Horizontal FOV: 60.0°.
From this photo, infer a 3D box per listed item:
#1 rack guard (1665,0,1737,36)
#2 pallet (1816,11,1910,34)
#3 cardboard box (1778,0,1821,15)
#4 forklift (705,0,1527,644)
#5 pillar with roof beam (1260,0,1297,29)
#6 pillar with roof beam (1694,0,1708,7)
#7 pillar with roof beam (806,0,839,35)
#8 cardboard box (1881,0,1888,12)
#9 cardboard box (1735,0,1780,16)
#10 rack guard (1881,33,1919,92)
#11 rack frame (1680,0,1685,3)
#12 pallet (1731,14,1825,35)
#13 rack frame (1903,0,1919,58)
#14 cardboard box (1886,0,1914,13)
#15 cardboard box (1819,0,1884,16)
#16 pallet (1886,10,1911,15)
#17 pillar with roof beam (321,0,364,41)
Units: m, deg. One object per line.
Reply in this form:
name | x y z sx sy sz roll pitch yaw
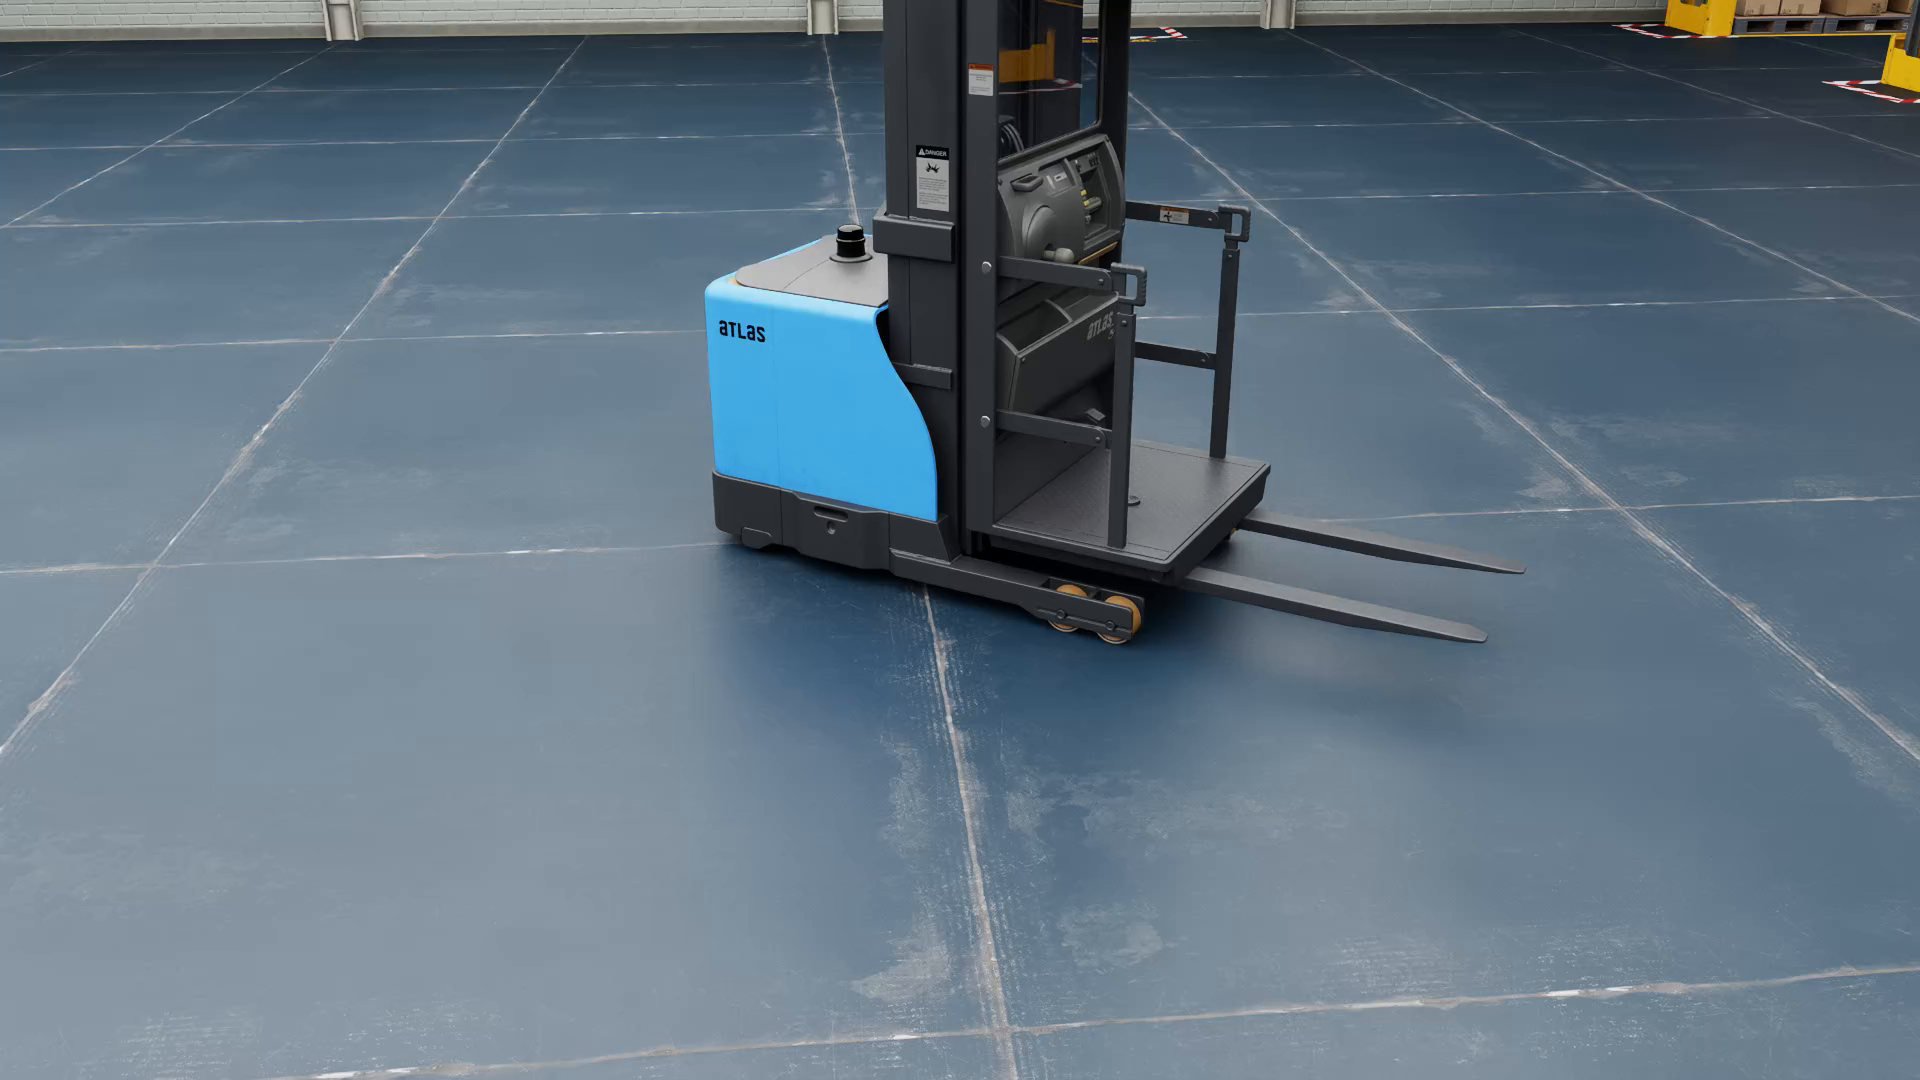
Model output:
rack guard | 9.634 -6.891 21.639 0.348 0.500 1.175 -2 24 -5
pallet | 11.657 -6.825 21.845 1.213 0.211 1.003 -2 24 -5
cardboard box | 10.823 -7.017 21.613 0.500 0.311 0.500 0 24 -1
forklift | 0.553 -1.216 5.878 3.031 2.935 1.130 13 27 26
pillar with roof beam | 4.622 -9.170 16.302 0.400 9.000 9.100 -2 24 -5
pillar with roof beam | 10.593 -9.410 16.841 0.400 9.000 9.100 -2 24 -5
pillar with roof beam | -1.349 -8.930 15.763 0.400 9.000 9.100 -2 24 -5
cardboard box | 11.946 -7.033 21.848 0.250 0.149 0.380 -4 24 -9
cardboard box | 10.256 -6.994 21.562 0.500 0.311 0.500 -5 24 -11
rack guard | 10.025 -4.885 17.126 0.348 0.500 1.175 -2 24 -5
rack frame | 9.559 -8.031 21.124 0.127 3.000 1.000 -2 24 -5
pallet | 10.446 -6.778 21.738 1.213 0.211 1.003 -2 24 -5
rack frame | 10.049 -6.028 16.620 0.127 3.000 1.000 -2 24 -5
cardboard box | 12.510 -7.191 21.772 0.500 0.500 0.500 -4 24 -9
cardboard box | 11.558 -7.112 21.595 0.500 0.500 0.700 -4 24 -8
pallet | 12.874 -6.875 21.958 1.213 0.211 1.003 -2 24 -5
pillar with roof beam | -7.320 -8.691 15.224 0.400 9.000 9.100 -2 24 -5
